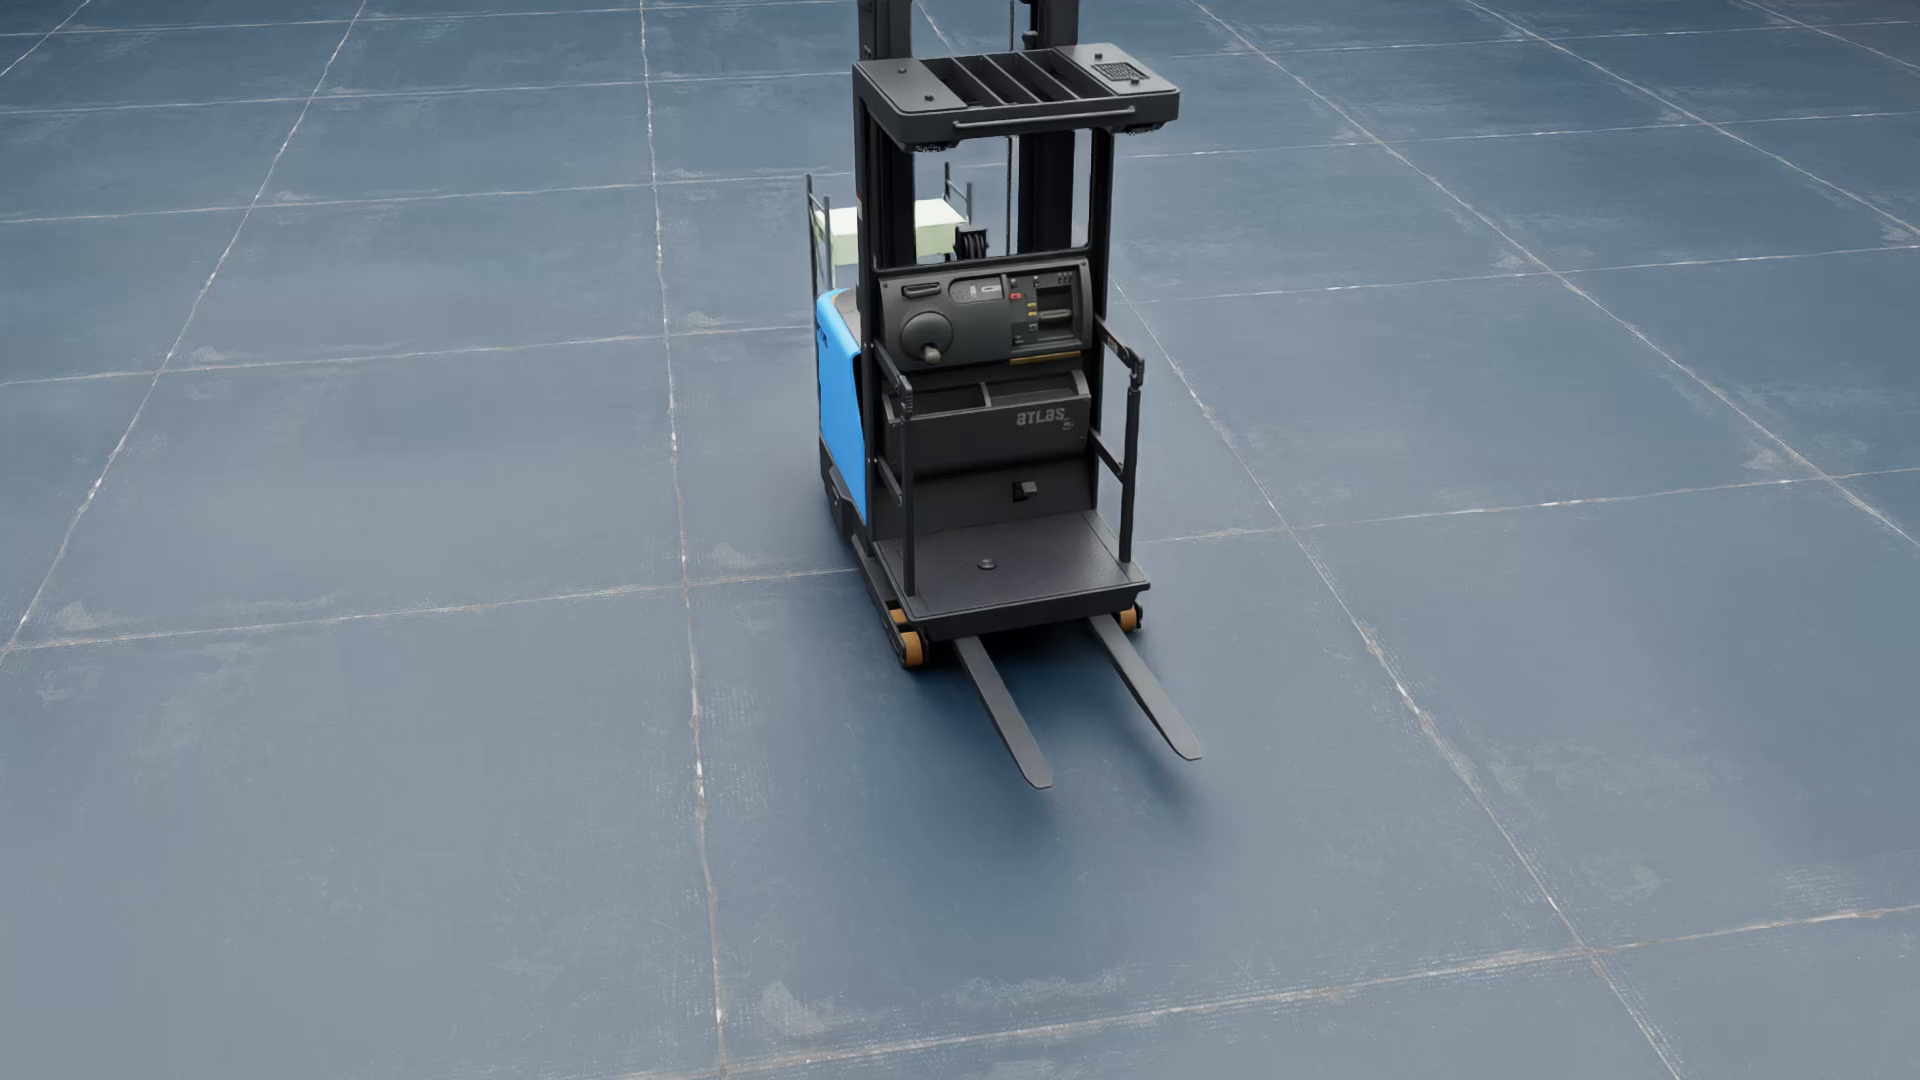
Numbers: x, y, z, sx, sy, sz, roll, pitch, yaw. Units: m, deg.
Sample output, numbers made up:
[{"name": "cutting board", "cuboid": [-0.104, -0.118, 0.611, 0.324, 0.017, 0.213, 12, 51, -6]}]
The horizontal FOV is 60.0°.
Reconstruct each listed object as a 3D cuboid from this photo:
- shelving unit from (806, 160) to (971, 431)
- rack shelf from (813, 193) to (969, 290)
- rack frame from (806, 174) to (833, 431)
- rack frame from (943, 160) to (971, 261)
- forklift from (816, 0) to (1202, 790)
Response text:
[{"name": "shelving unit", "cuboid": [-0.358, -1.173, 8.753, 0.755, 1.500, 0.431, -9, 30, -16]}, {"name": "rack shelf", "cuboid": [-0.361, -1.514, 8.564, 0.720, 0.370, 0.431, -9, 30, -16]}, {"name": "rack frame", "cuboid": [-0.706, -1.115, 8.654, 0.023, 1.500, 0.400, -9, 30, -16]}, {"name": "rack frame", "cuboid": [-0.011, -1.231, 8.852, 0.023, 1.500, 0.400, -9, 30, -16]}, {"name": "forklift", "cuboid": [0.181, -0.923, 6.929, 1.130, 2.935, 3.031, -9, 32, -14]}]
